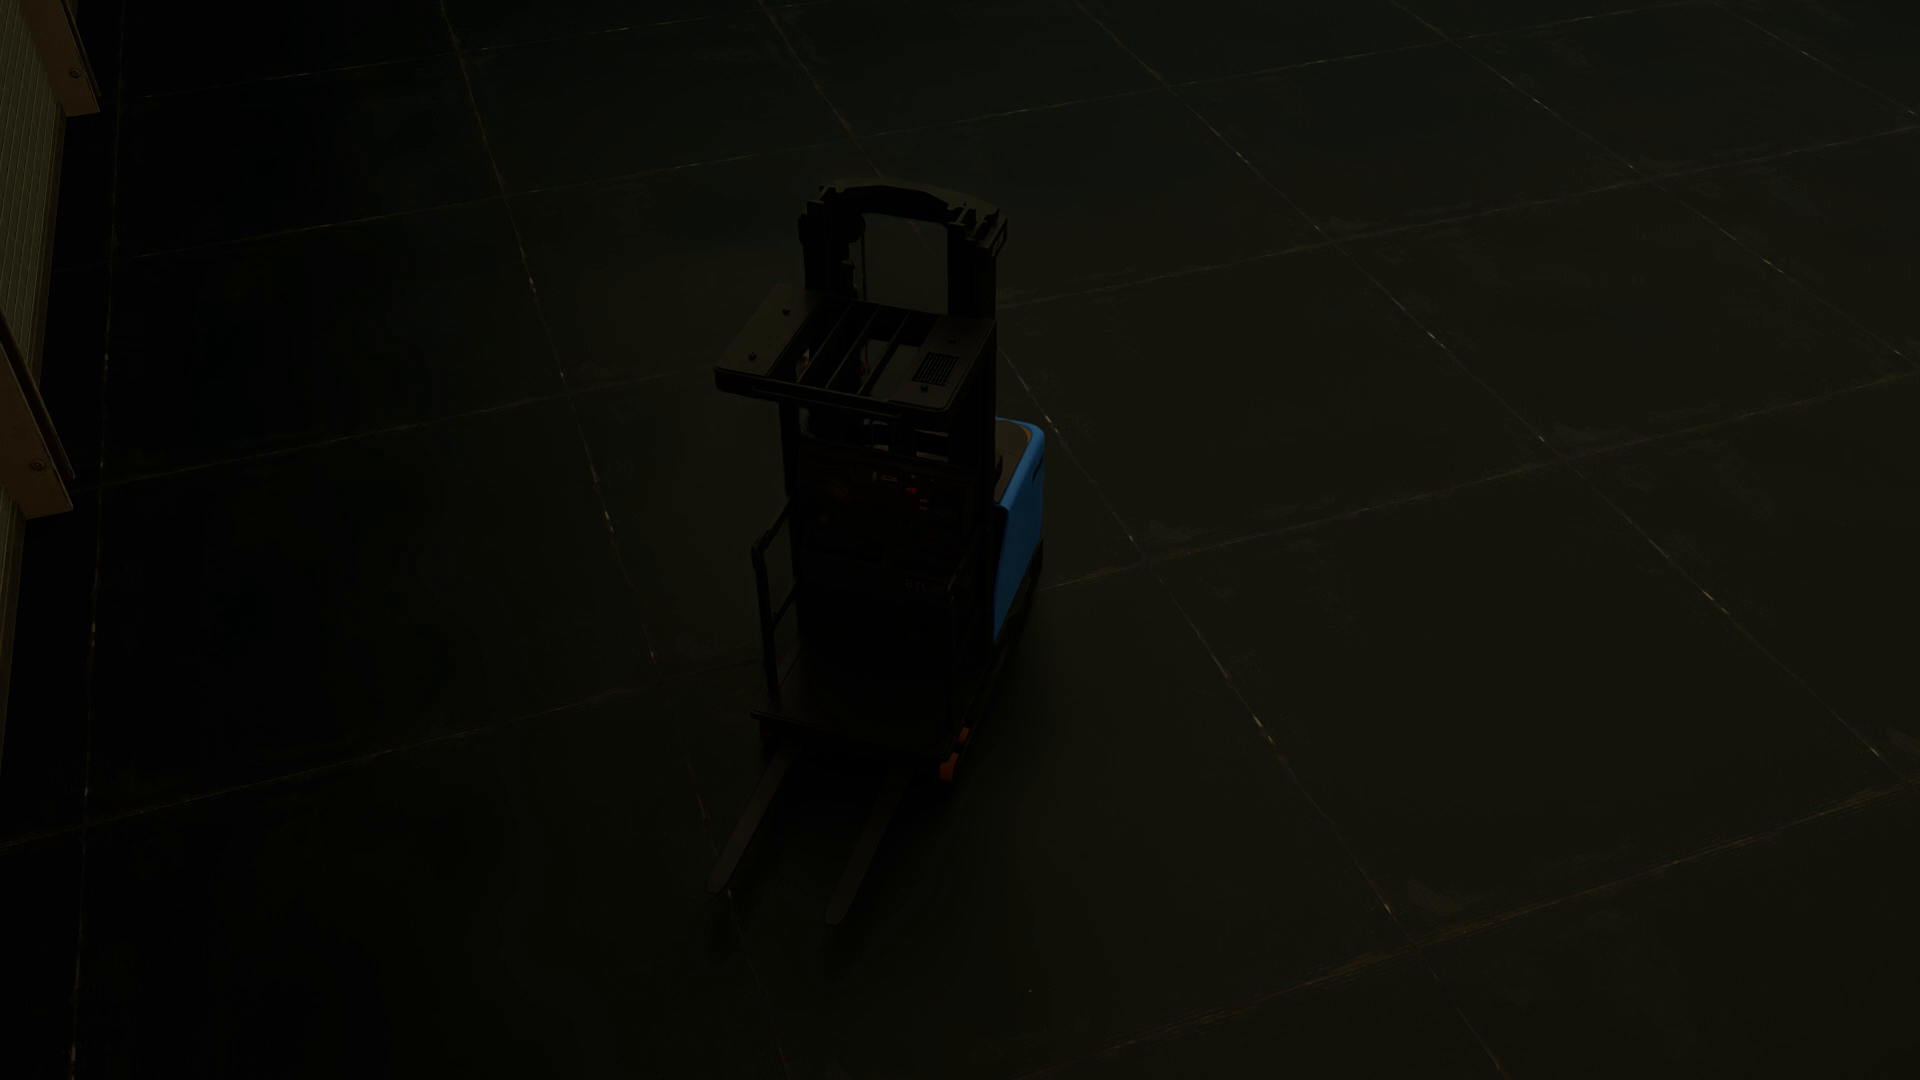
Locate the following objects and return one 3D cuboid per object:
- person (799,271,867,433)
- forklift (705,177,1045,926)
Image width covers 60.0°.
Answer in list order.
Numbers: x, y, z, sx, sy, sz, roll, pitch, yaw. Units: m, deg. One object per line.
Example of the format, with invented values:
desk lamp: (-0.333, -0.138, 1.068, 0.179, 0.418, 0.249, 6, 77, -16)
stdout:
person: (-0.771, -0.964, 10.154, 0.367, 1.637, 0.715, 10, 41, 12)
forklift: (-0.439, -0.138, 8.161, 1.130, 2.935, 3.031, 12, 41, 13)
